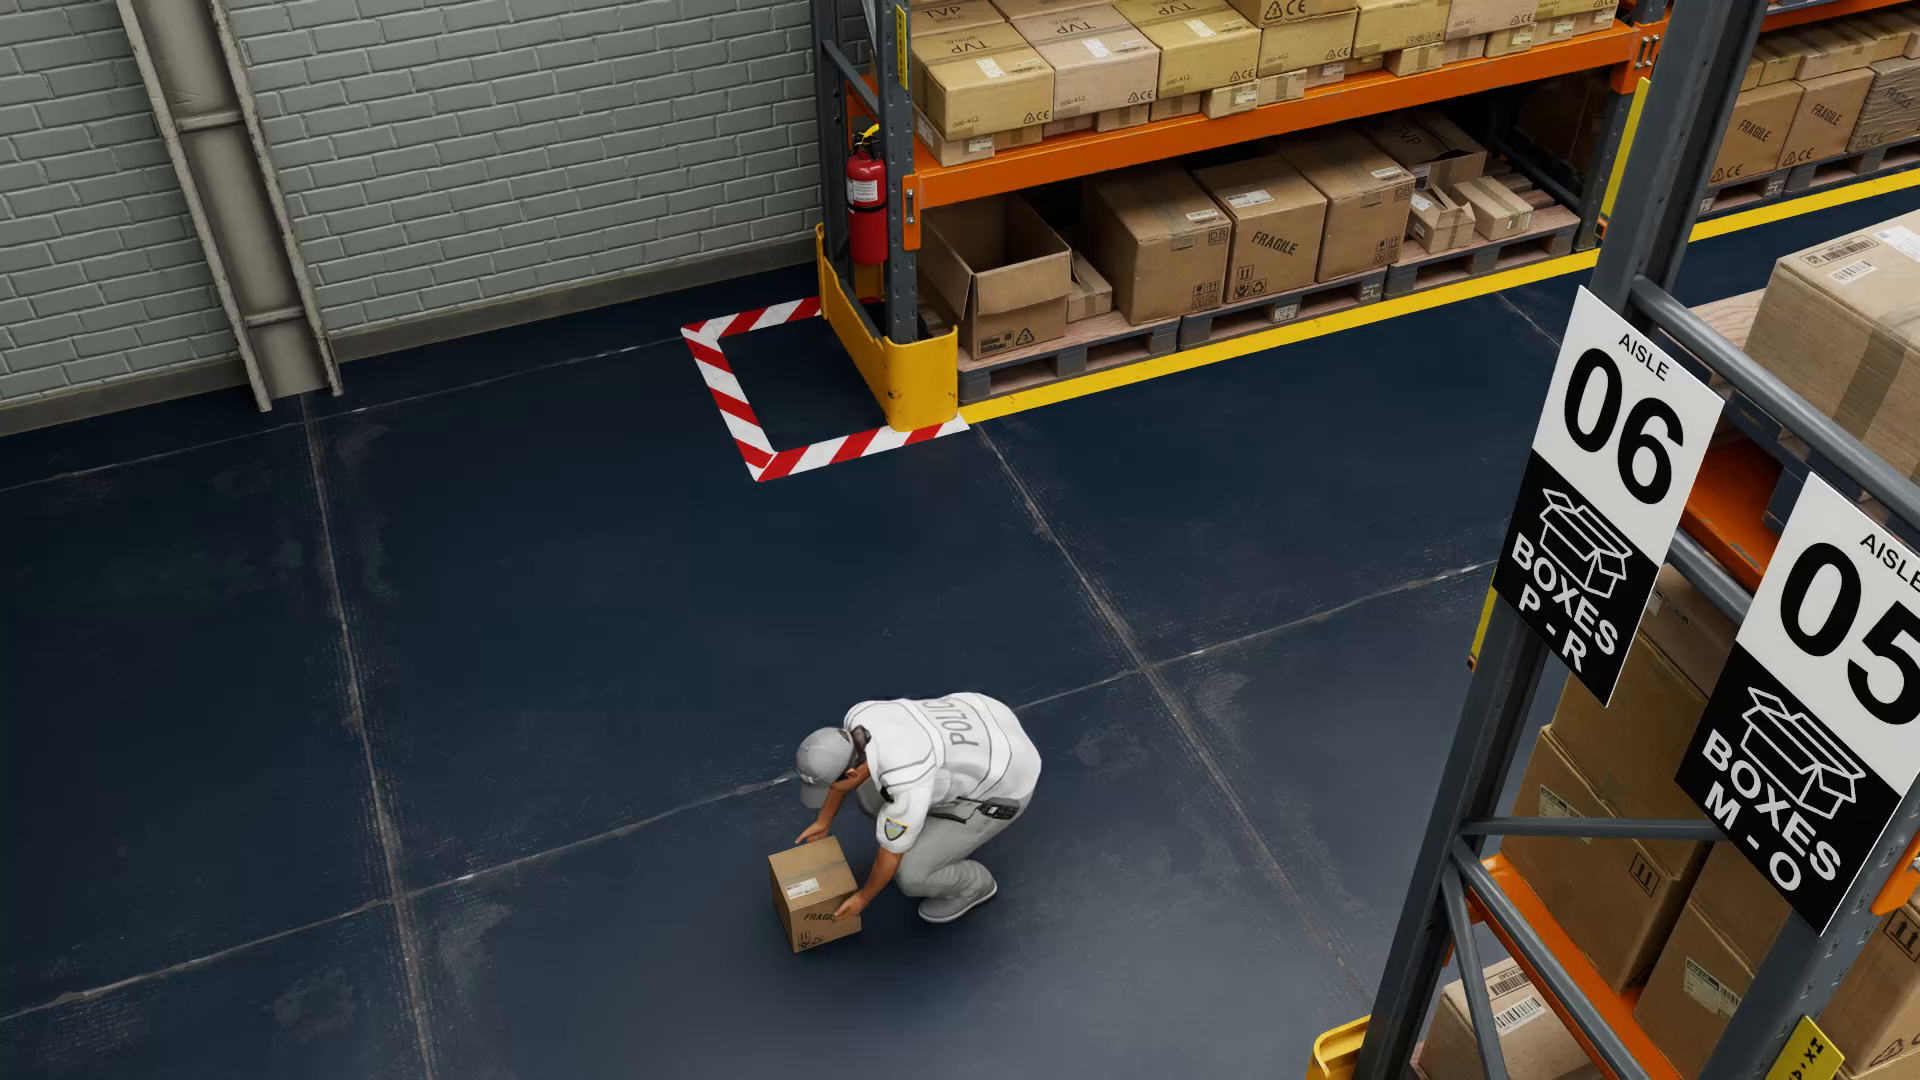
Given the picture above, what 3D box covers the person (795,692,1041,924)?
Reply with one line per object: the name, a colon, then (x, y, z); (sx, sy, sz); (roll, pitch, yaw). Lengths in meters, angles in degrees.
person: (-0.144, 0.885, 5.684); (0.847, 0.992, 0.527); (-16, 44, -17)
